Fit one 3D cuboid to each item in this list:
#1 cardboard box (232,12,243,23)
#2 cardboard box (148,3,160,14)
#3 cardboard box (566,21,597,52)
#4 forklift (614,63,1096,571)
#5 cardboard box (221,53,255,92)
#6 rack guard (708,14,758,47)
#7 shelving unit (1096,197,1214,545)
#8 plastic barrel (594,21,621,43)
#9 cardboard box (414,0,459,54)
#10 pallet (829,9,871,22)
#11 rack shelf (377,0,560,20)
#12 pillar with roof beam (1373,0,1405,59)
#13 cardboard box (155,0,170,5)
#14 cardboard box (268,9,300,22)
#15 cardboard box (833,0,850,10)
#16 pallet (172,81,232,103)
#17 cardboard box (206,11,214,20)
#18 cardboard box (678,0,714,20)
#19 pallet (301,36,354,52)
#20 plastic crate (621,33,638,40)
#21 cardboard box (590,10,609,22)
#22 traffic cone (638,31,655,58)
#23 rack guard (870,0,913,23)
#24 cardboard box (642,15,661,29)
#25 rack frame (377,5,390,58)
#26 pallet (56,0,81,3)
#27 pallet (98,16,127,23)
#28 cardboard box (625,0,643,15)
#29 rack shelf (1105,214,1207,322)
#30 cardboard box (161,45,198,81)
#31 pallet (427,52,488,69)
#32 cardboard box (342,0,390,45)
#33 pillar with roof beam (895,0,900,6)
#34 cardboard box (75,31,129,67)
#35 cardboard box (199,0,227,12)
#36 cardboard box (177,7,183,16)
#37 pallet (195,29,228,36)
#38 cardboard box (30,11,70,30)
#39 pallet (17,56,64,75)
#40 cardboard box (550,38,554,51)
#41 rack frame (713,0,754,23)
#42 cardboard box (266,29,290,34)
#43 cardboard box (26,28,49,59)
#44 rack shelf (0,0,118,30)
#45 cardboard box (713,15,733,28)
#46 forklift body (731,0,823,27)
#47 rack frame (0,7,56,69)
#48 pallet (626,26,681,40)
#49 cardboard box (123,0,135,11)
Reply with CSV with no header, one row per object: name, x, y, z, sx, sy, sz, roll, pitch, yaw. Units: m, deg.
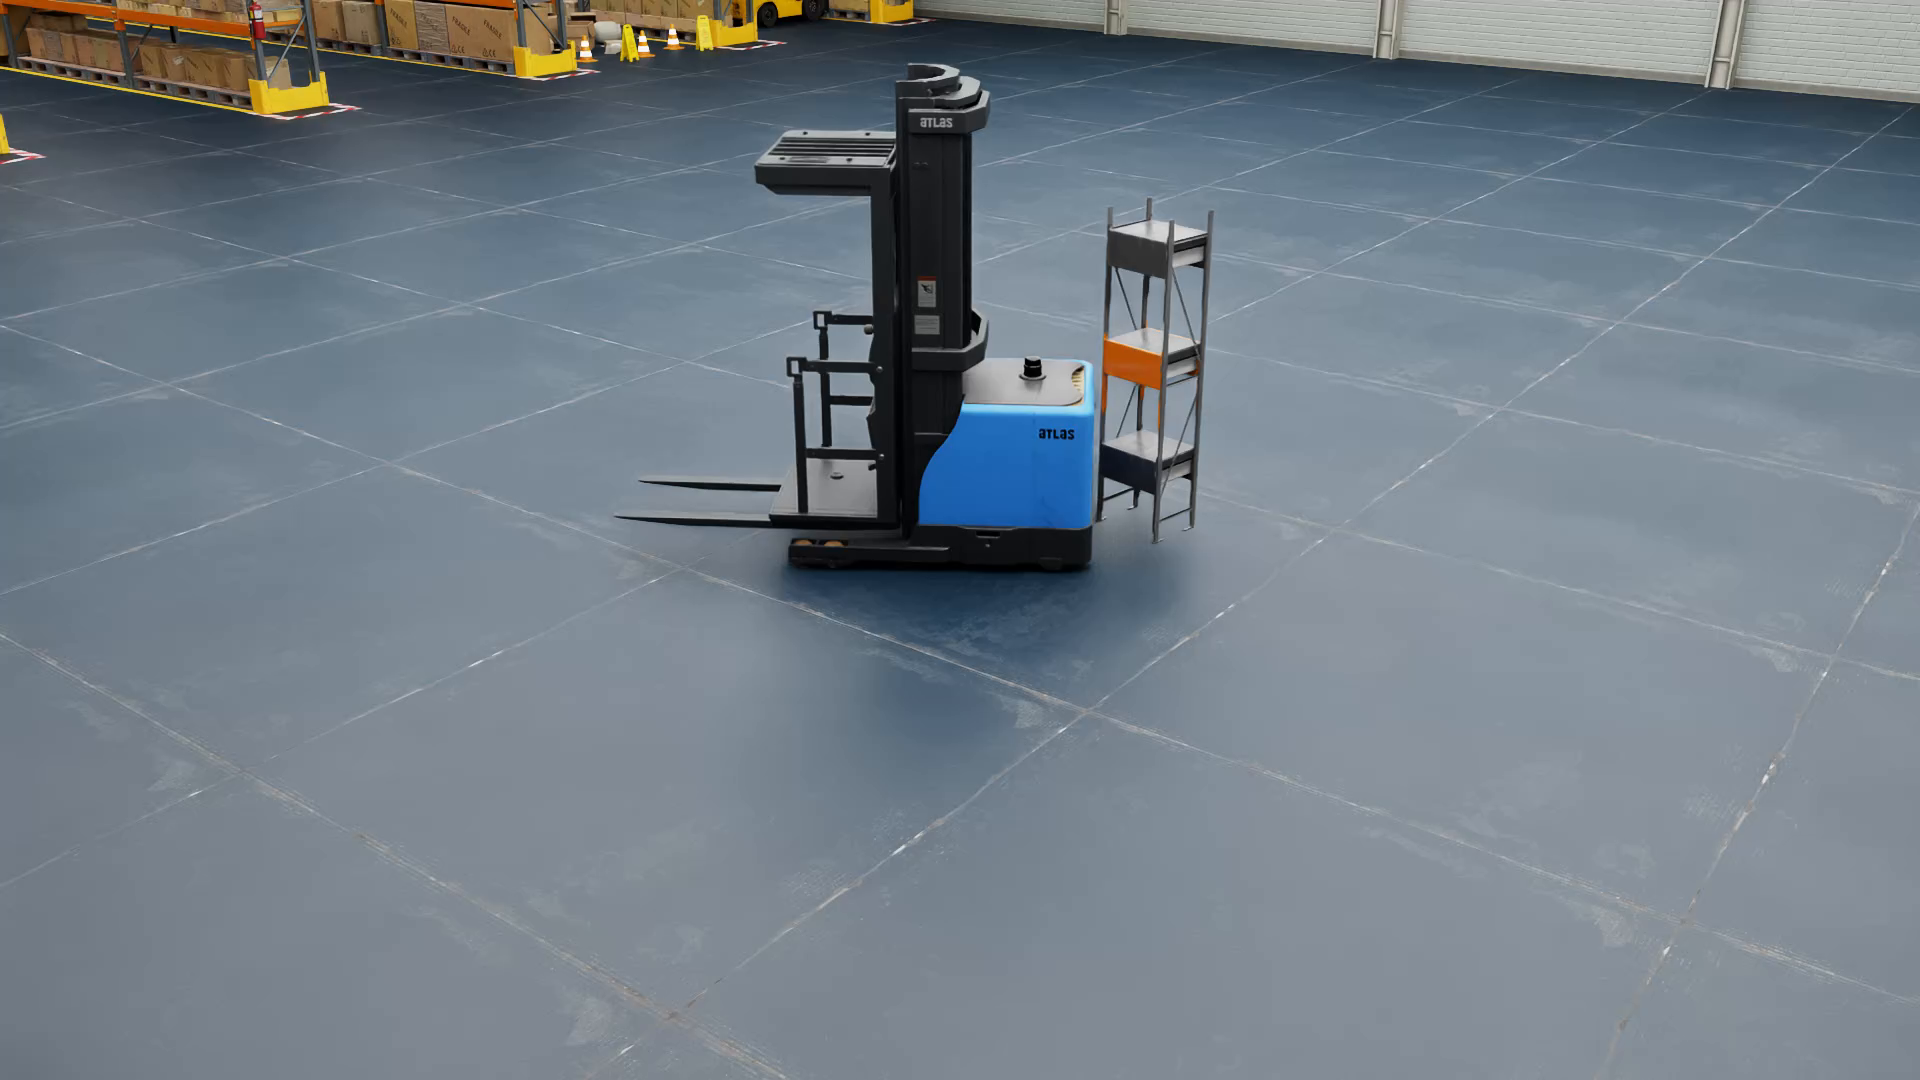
cardboard box,-10.998,-8.090,25.703,0.250,0.149,0.380,17,29,33
cardboard box,-12.865,-8.598,26.856,0.250,0.149,0.380,17,29,33
cardboard box,-7.427,-9.805,32.380,0.637,0.503,0.797,-1,24,-3
forklift,-0.663,-1.376,10.239,3.031,2.935,1.130,2,24,4
cardboard box,-11.435,-7.481,26.587,0.500,0.500,0.500,-17,29,-34
rack guard,-4.564,-10.214,33.312,0.348,0.500,1.175,17,29,33
shelving unit,1.222,-1.060,10.552,0.431,2.100,0.503,-21,31,-39
plastic barrel,-7.064,-10.172,33.311,0.512,0.421,0.421,-5,24,-12
cardboard box,-9.407,-9.514,30.737,0.875,0.875,0.875,17,29,34
pallet,-2.166,-11.837,37.355,1.213,0.211,1.003,17,29,33
rack shelf,-8.991,-9.873,30.329,4.000,0.370,1.077,17,29,33
pillar with roof beam,5.475,-11.856,26.497,0.400,9.000,9.100,17,29,33
cardboard box,-12.485,-8.942,26.832,0.500,0.500,0.875,17,29,33
cardboard box,-10.531,-8.173,25.891,0.250,0.149,0.380,17,29,33
cardboard box,-2.487,-12.011,37.179,0.500,0.250,0.500,17,29,33
pallet,-12.108,-7.388,27.255,1.213,0.211,1.003,17,29,33
cardboard box,-11.595,-8.273,26.119,0.250,0.149,0.380,17,29,33
cardboard box,-5.300,-10.726,33.334,0.500,0.500,0.500,17,29,34
pallet,-12.235,-9.867,32.881,1.213,0.211,1.003,17,29,33
plastic crate,-6.939,-10.327,34.088,0.583,0.080,0.402,7,25,15
cardboard box,-7.393,-11.011,34.910,0.500,0.250,0.500,15,28,31
traffic cone,-6.014,-9.426,31.570,0.334,0.463,0.336,17,29,33
rack guard,-1.510,-11.792,36.894,0.348,0.500,1.175,17,29,33
cardboard box,-6.143,-10.635,34.056,0.500,0.250,0.500,16,28,31
rack frame,-10.591,-10.685,31.282,0.127,3.000,1.000,17,29,33
pallet,-15.239,-9.524,28.883,1.213,0.211,1.003,17,29,33
pallet,-18.532,-11.790,37.246,1.213,0.211,1.003,17,29,33
cardboard box,-6.544,-11.103,34.188,0.500,0.500,0.500,19,30,36
rack shelf,1.222,-1.688,10.275,0.431,0.518,0.480,-21,31,-39
cardboard box,-12.888,-7.912,27.567,0.500,0.500,0.500,-16,28,-31
pallet,-9.049,-8.905,30.700,1.213,0.211,1.003,17,29,33
cardboard box,-11.142,-9.969,31.925,0.750,0.750,1.050,17,29,33
pillar with roof beam,-4.127,-14.758,33.083,0.400,9.000,9.100,17,29,33
cardboard box,-14.944,-8.579,29.055,0.500,0.500,0.700,14,27,29
cardboard box,-11.342,-8.548,25.938,0.500,0.500,0.875,17,29,33
cardboard box,-12.220,-8.441,26.500,0.250,0.149,0.380,17,29,33
pallet,-15.389,-10.861,35.139,1.213,0.211,1.003,17,29,33
cardboard box,-16.294,-9.325,29.819,0.500,0.250,0.500,18,30,35
pallet,-16.223,-8.611,30.033,1.213,0.211,1.003,17,29,33
cardboard box,-8.111,-9.613,32.238,0.396,0.266,0.258,-21,31,-39
rack frame,-4.503,-11.340,32.766,0.127,3.000,1.000,17,29,33
cardboard box,-13.359,-10.639,33.446,0.750,0.750,1.050,16,29,33
cardboard box,-16.300,-8.979,29.963,0.500,0.500,0.700,15,28,31
rack shelf,-15.247,-9.264,28.948,4.000,0.370,1.077,17,29,33
cardboard box,-4.982,-10.558,33.881,0.500,0.250,0.500,17,29,33
forklift body,-4.140,-12.424,36.279,1.214,2.155,2.313,17,29,33
rack frame,-16.848,-10.077,29.900,0.127,3.000,1.000,17,29,33
pallet,-6.165,-10.585,34.512,1.213,0.211,1.003,17,29,33
cardboard box,-13.463,-8.781,27.271,0.250,0.149,0.380,17,29,33
